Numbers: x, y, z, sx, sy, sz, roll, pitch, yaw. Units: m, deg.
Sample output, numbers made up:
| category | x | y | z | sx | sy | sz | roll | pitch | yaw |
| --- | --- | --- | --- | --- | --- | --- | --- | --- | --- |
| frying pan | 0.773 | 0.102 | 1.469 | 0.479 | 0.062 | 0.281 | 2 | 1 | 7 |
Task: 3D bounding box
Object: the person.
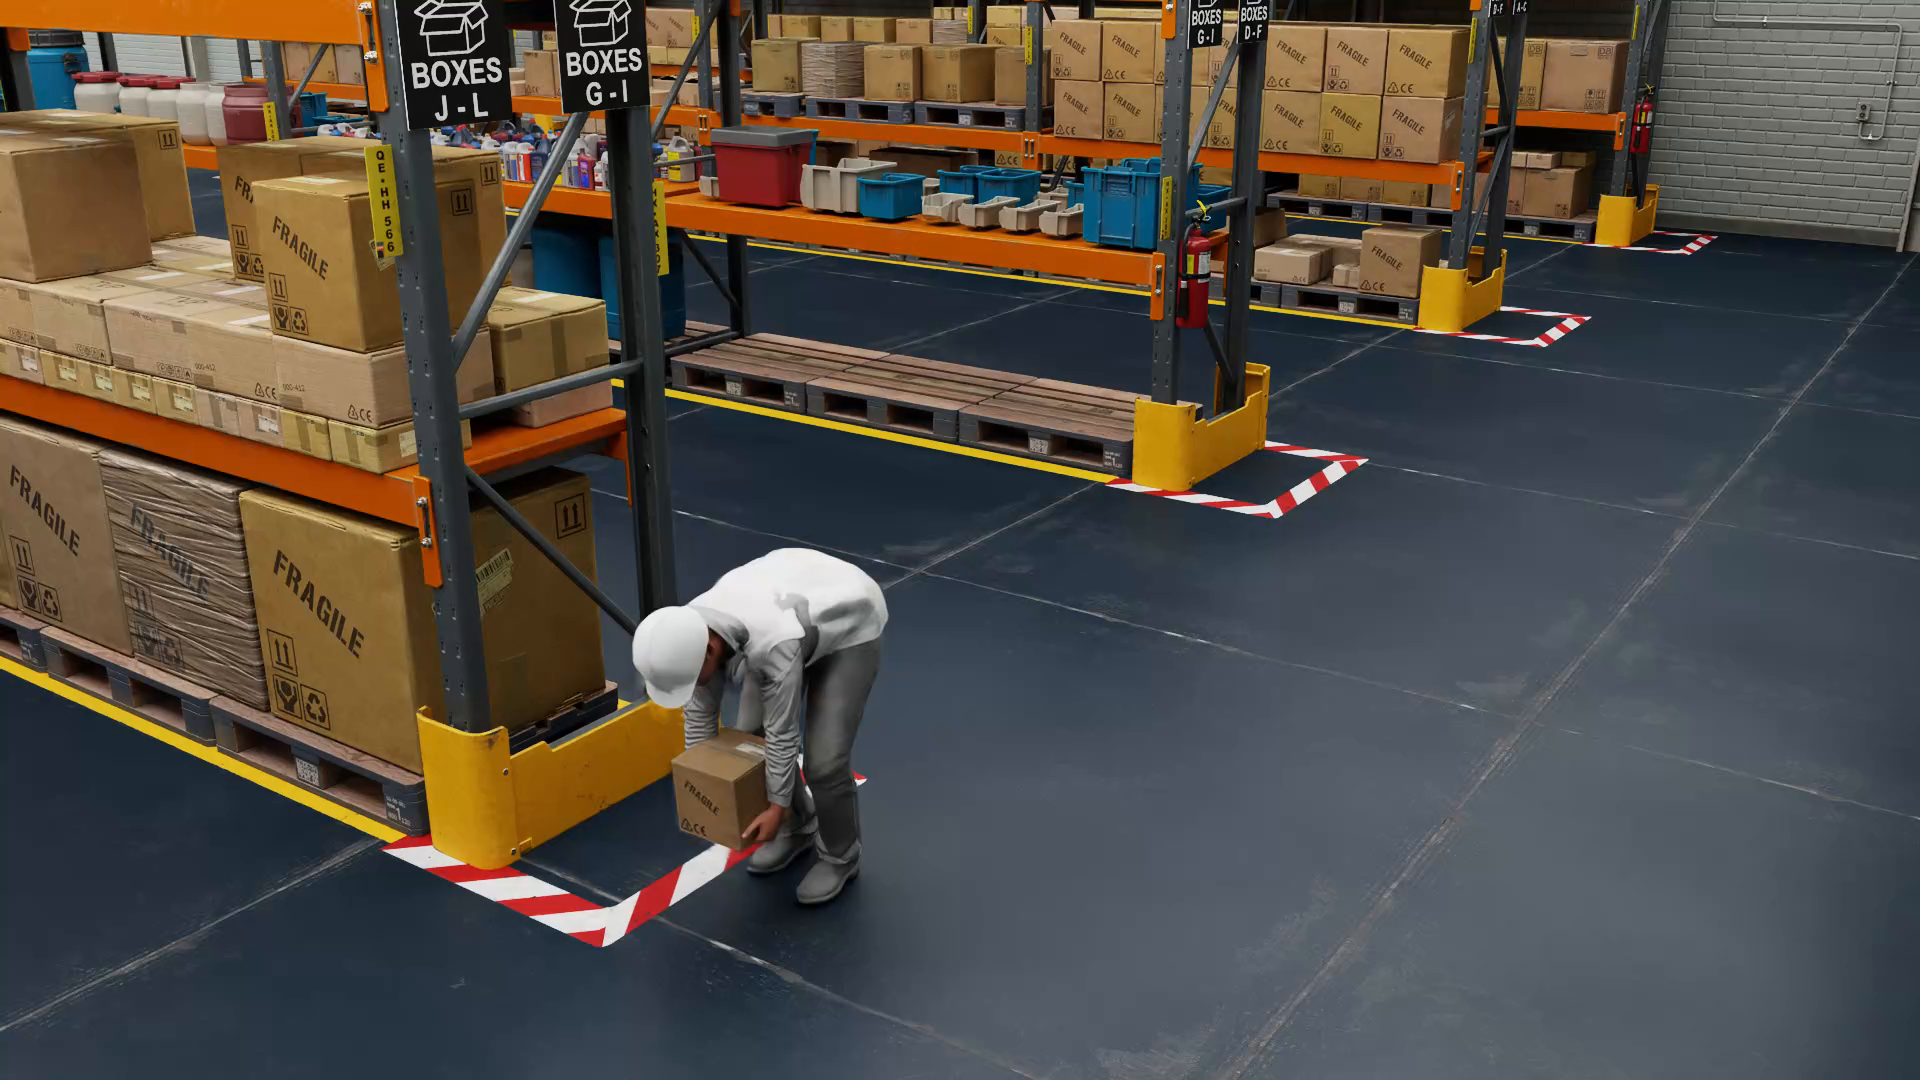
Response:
| category | x | y | z | sx | sy | sz | roll | pitch | yaw |
| --- | --- | --- | --- | --- | --- | --- | --- | --- | --- |
| person | -0.620 | 0.630 | 5.196 | 0.463 | 1.152 | 1.003 | 12 | 23 | 30 |
